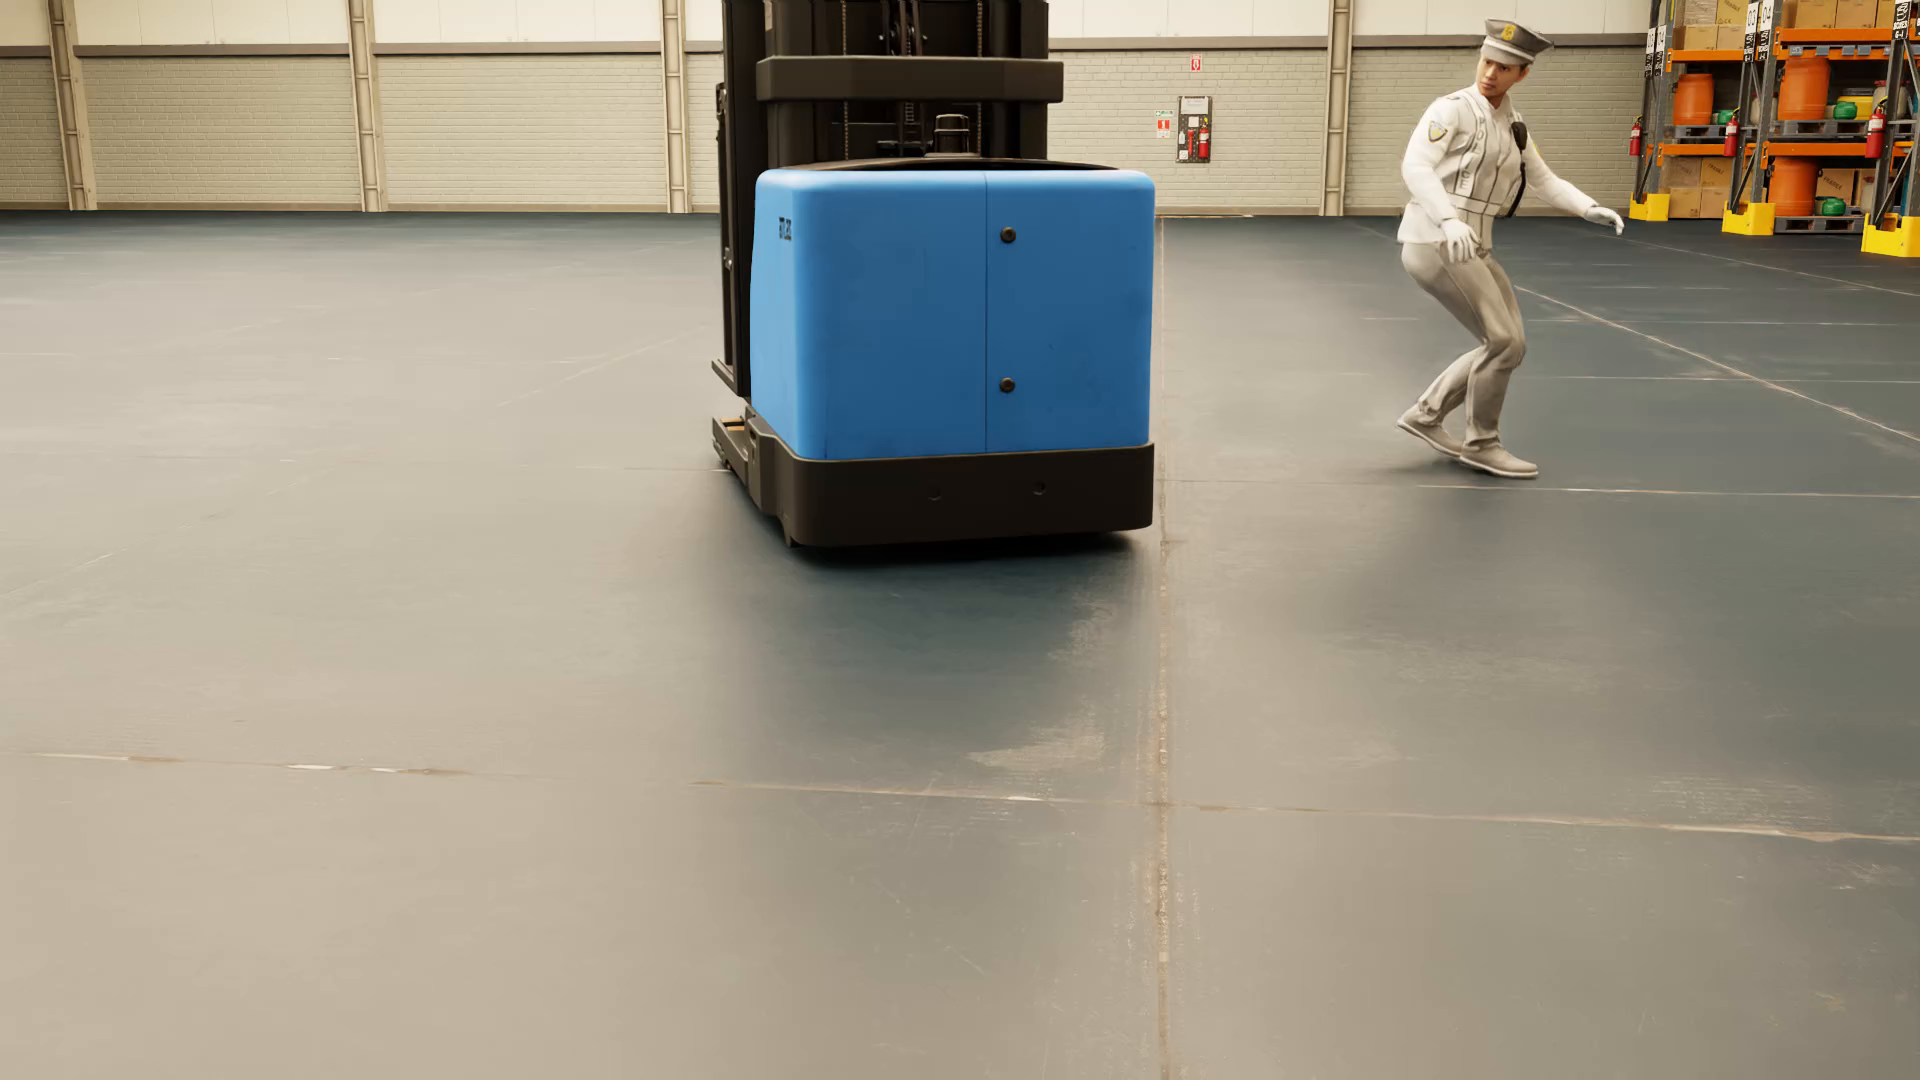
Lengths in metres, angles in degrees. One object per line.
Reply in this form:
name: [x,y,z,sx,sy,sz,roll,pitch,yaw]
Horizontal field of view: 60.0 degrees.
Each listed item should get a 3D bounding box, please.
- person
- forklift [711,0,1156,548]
person: [1.887,-1.003,5.798,0.704,1.569,0.779,11,17,39]
forklift: [-0.303,-1.695,5.756,1.130,2.935,3.031,-3,14,-14]
